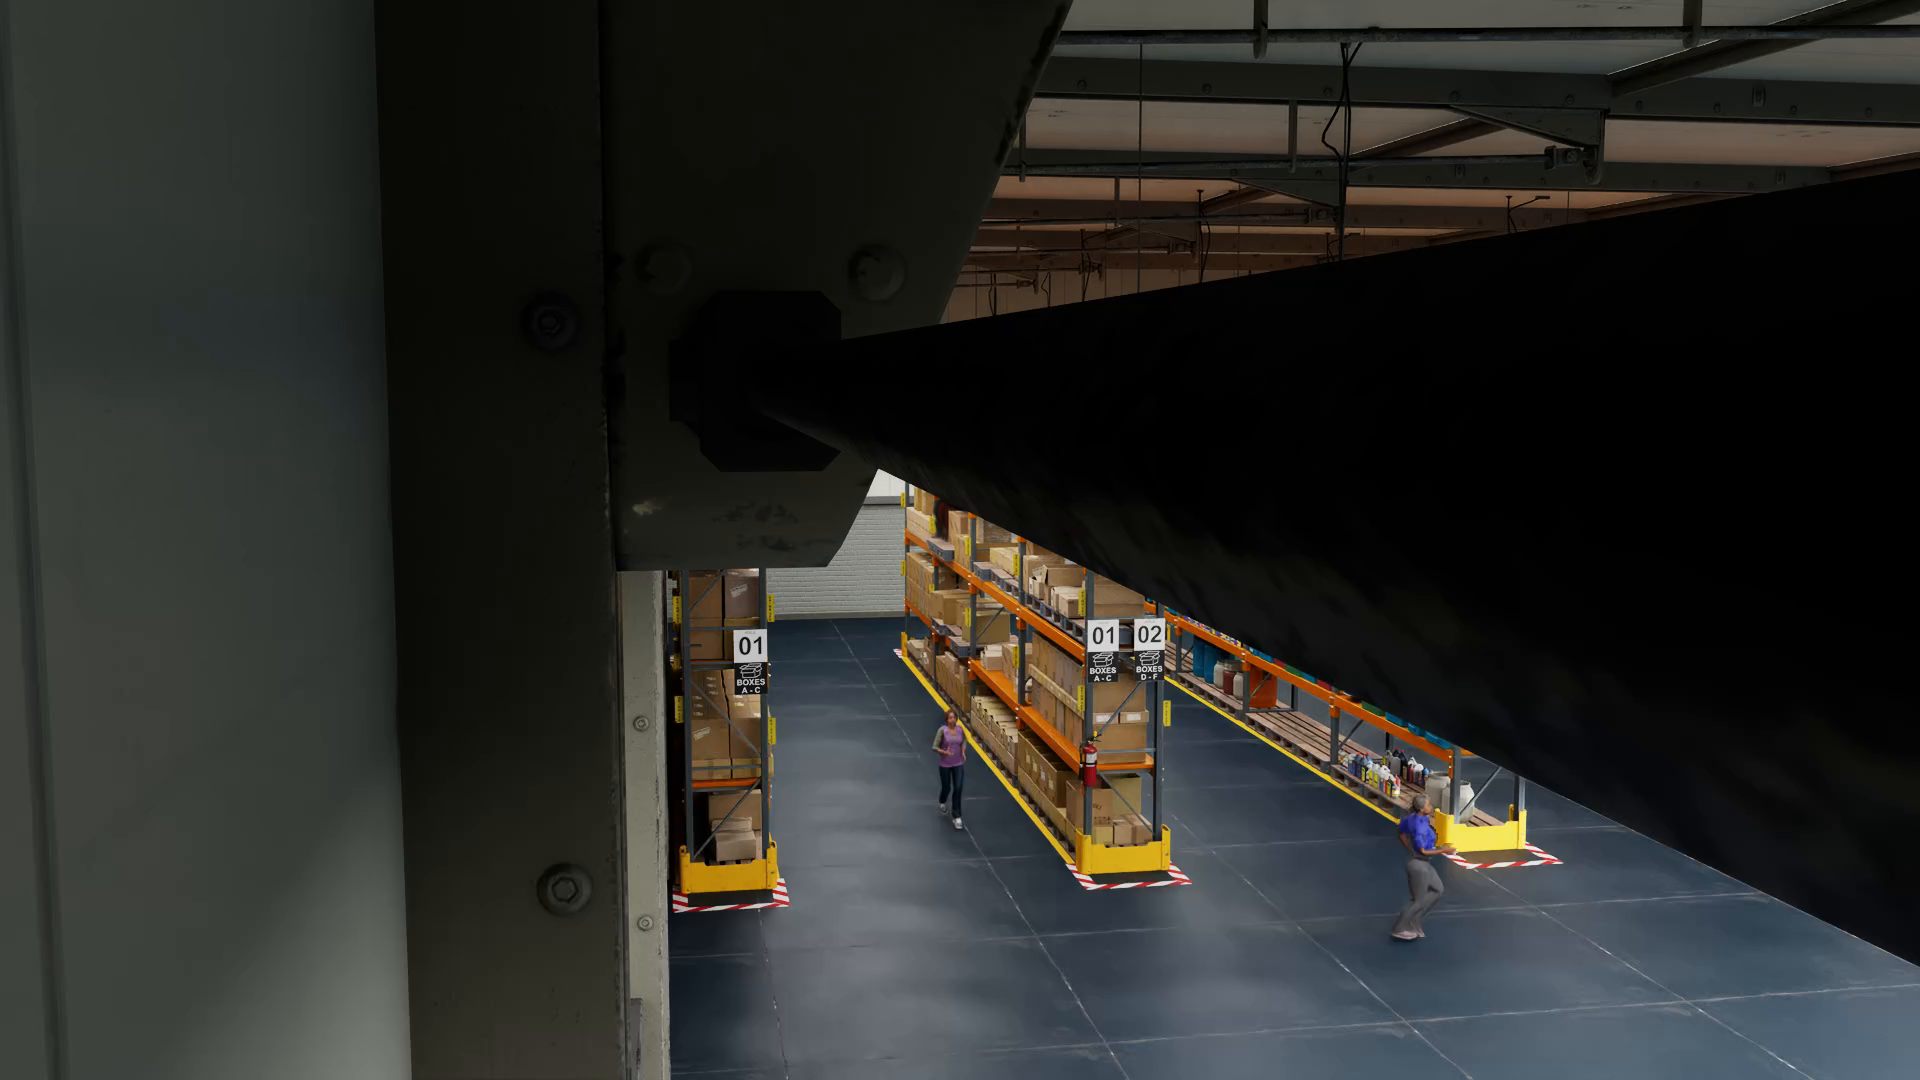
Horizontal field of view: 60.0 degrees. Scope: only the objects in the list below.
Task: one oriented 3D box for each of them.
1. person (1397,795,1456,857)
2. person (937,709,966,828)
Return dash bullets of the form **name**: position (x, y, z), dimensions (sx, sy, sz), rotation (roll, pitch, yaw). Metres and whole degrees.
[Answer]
- **person**: position (5.142, 3.210, 18.304), dimensions (0.610, 0.826, 0.542), rotation (1, 6, 10)
- **person**: position (-0.124, 3.150, 23.045), dimensions (0.508, 1.534, 0.849), rotation (-2, 6, -14)
